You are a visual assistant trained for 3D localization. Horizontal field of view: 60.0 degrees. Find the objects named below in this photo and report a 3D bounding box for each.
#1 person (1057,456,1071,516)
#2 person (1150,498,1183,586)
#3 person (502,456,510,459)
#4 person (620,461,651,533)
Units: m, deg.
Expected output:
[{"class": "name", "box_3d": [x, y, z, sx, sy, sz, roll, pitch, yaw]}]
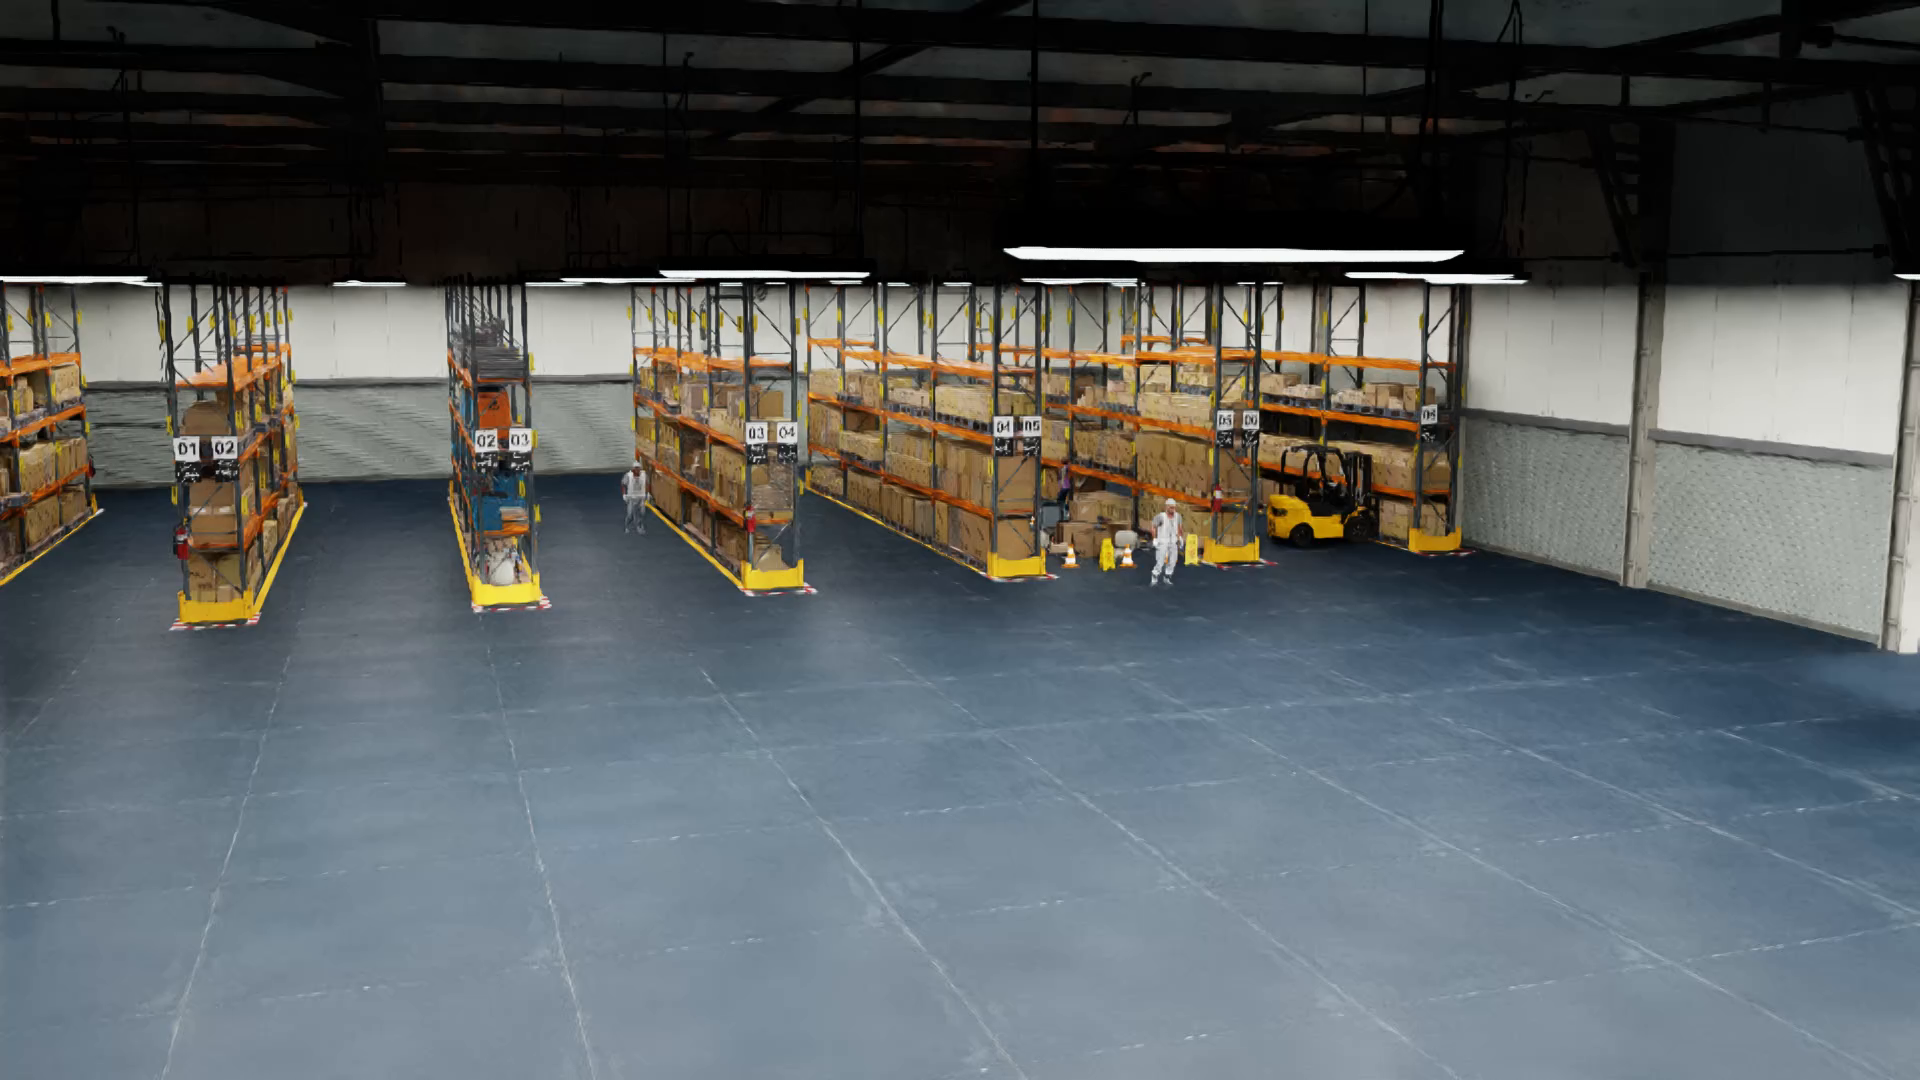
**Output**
[{"class": "person", "box_3d": [2.490, -1.154, 40.177, 0.519, 1.375, 0.525, 1, 9, 8]}, {"class": "person", "box_3d": [3.991, 0.050, 32.045, 0.677, 1.742, 0.547, -3, 9, -20]}, {"class": "person", "box_3d": [-13.224, -2.503, 49.053, 0.556, 1.669, 1.022, -3, 9, -19]}, {"class": "person", "box_3d": [-7.604, -1.008, 39.049, 0.702, 1.735, 0.549, -3, 9, -20]}]
